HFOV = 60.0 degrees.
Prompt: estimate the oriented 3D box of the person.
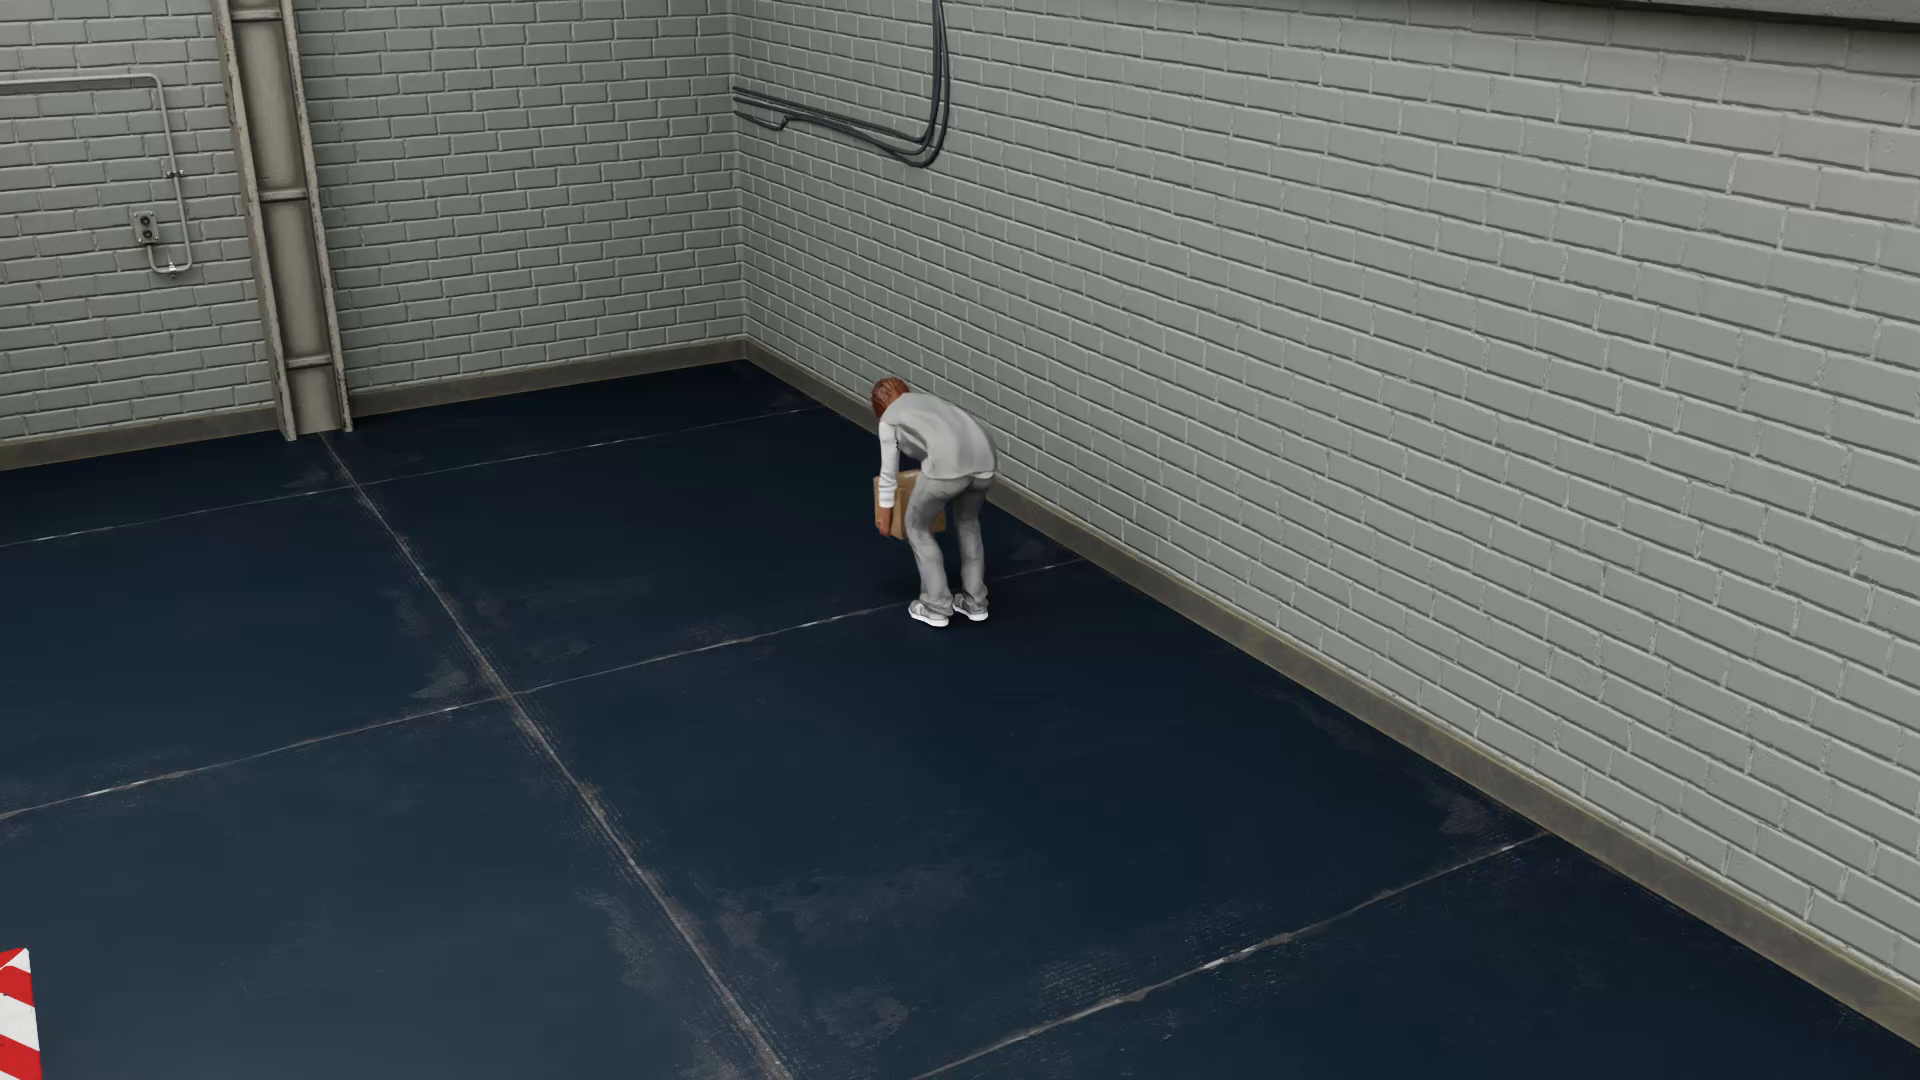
[{"bbox_3d":[-0.149,-0.177,7.774,0.387,1.047,0.864,-13,26,-30],"label":"person"}]
